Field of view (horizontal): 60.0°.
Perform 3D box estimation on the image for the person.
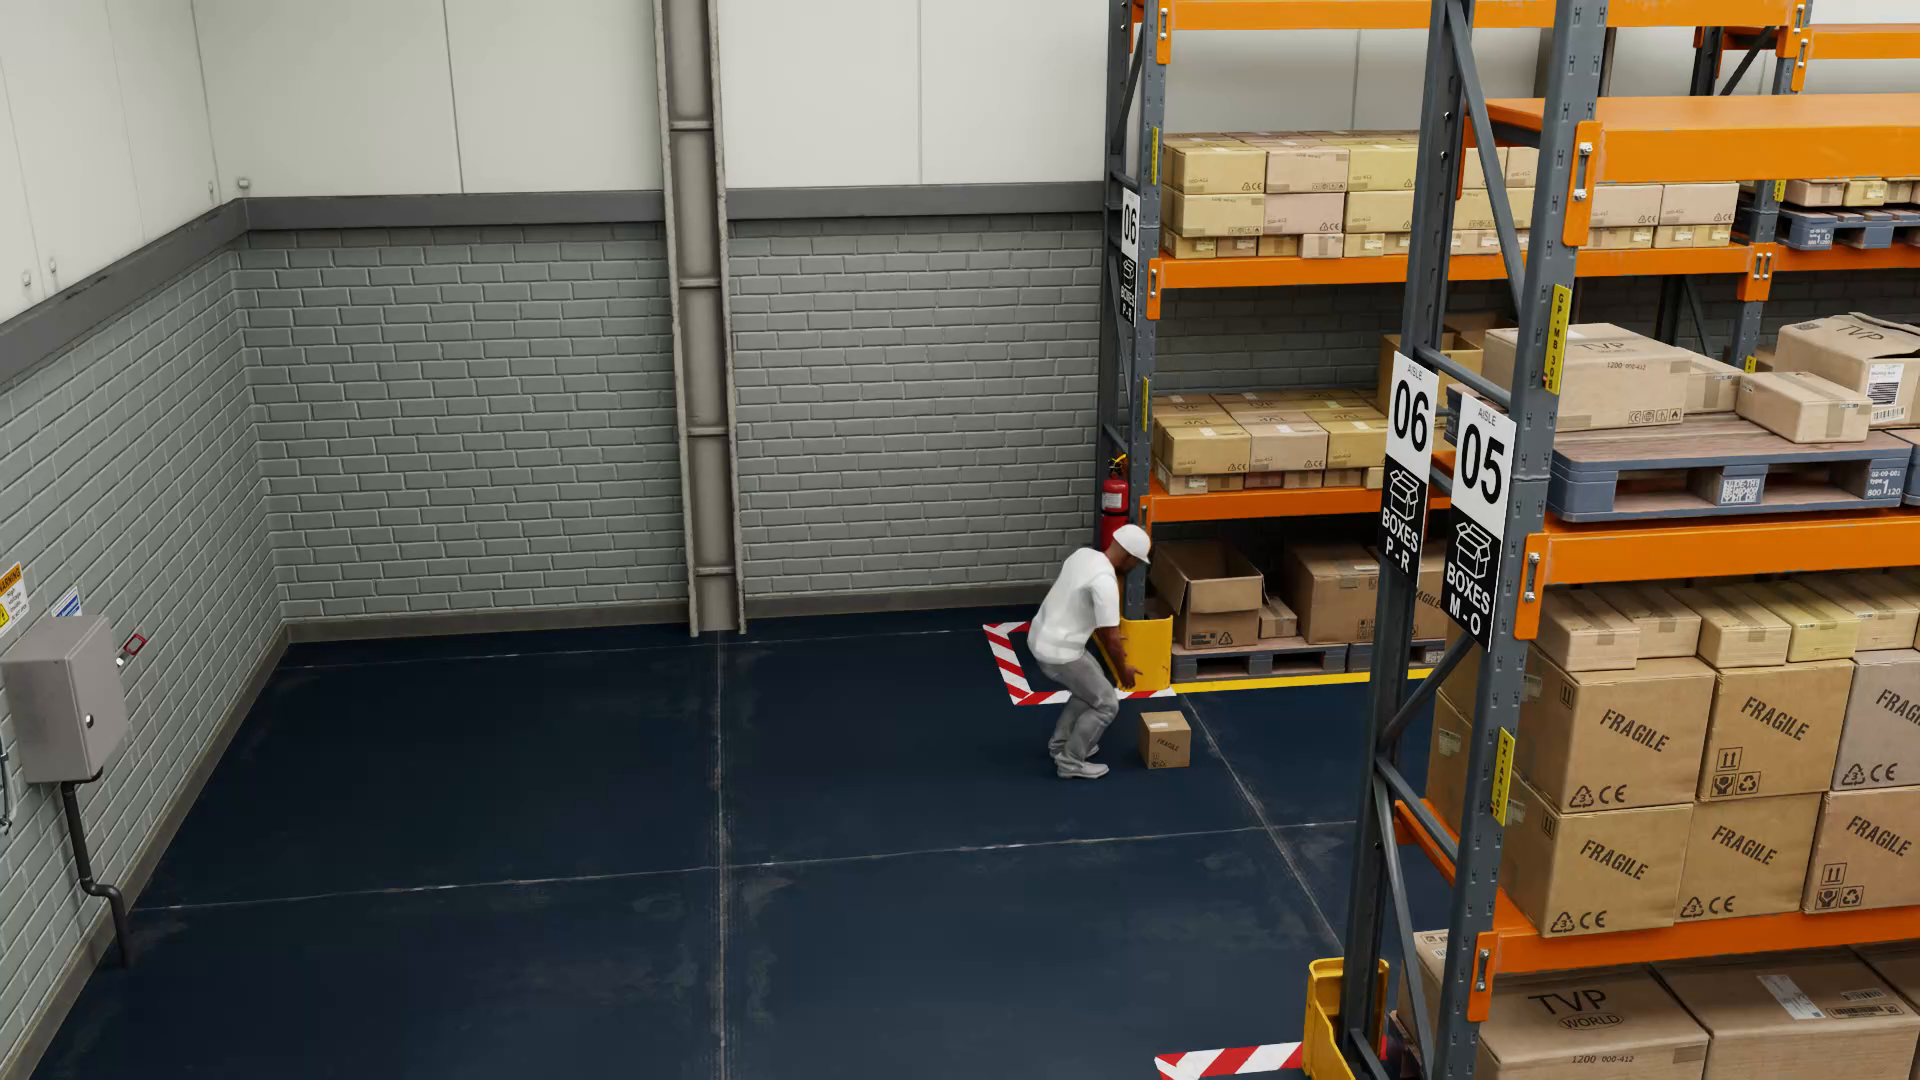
[{"bbox_3d":[0.747,0.627,9.718,0.709,1.485,0.628,-3,20,-7],"label":"person"}]
